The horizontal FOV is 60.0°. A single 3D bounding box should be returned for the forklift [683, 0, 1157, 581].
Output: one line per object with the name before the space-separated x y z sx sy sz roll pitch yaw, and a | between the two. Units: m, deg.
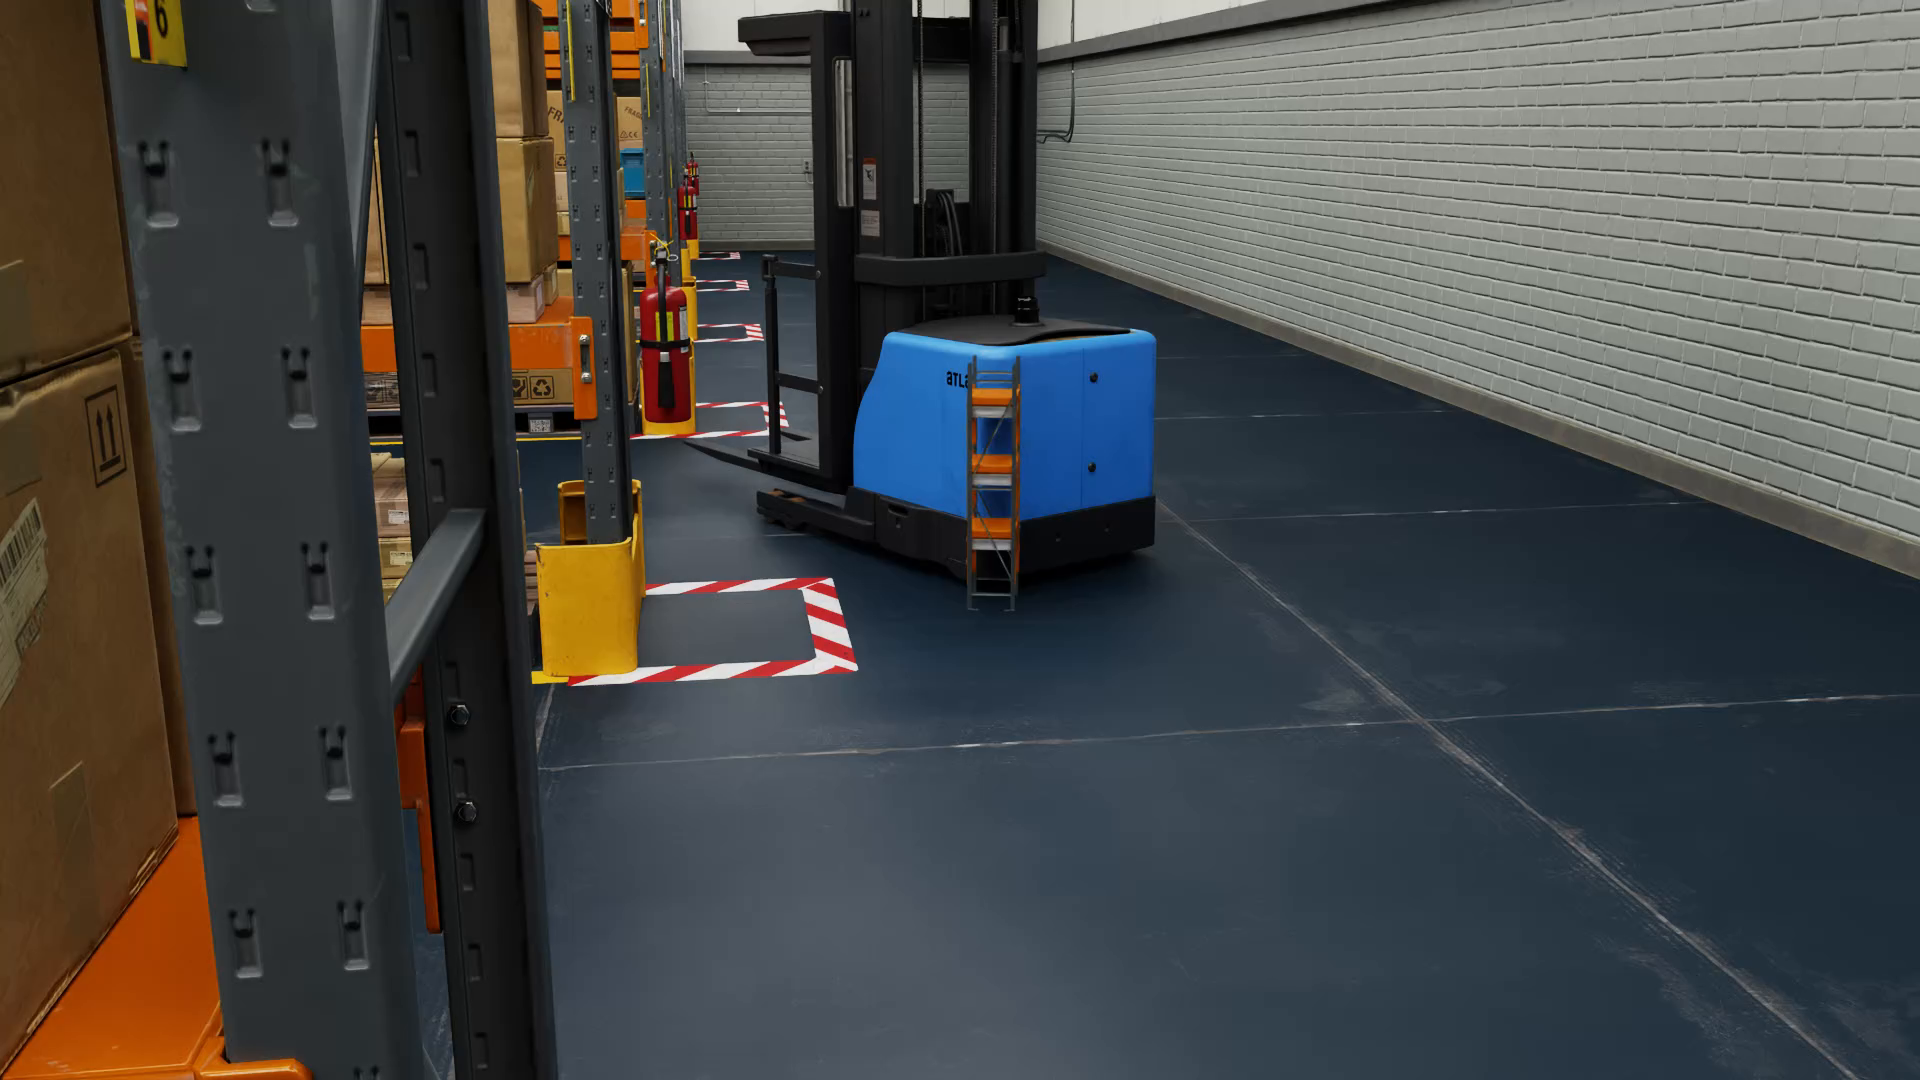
forklift | -0.393 -1.541 8.343 1.130 2.935 3.031 -11 18 -37

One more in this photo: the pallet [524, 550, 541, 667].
pallet | -2.278 0.285 6.653 1.213 0.211 1.003 -2 14 -8

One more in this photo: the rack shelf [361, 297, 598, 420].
rack shelf | -3.372 -0.670 6.207 4.000 0.370 1.077 -2 14 -8

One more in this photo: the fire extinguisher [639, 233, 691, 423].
fire extinguisher | -1.077 -0.771 6.057 0.183 0.674 0.296 -2 14 -8

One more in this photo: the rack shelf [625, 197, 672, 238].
rack shelf | -4.749 -3.058 15.729 4.000 0.370 1.077 -2 14 -8

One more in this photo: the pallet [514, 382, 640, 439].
pallet | -2.813 -0.888 11.329 1.213 0.211 1.003 -2 14 -8

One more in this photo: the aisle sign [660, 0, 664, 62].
aisle sign | -2.007 -3.624 11.162 0.004 0.787 0.394 -2 14 -8

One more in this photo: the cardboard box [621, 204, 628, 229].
cardboard box | -2.434 -2.233 11.476 0.250 0.149 0.380 -2 14 -8

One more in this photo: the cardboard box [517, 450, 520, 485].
cardboard box | -1.963 -0.264 6.882 0.250 0.149 0.380 -3 14 -11

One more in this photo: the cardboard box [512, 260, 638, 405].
cardboard box | -2.655 -1.419 11.218 0.875 0.875 0.875 -2 14 -8

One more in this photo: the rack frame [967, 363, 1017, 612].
rack frame | 0.131 -0.210 6.900 0.200 1.050 0.008 1 14 5

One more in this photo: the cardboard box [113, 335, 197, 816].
cardboard box | -1.075 -0.005 1.869 0.500 0.500 0.500 -2 14 -9

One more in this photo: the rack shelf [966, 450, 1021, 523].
rack shelf | 0.143 -0.229 7.020 0.215 0.259 0.240 1 14 5

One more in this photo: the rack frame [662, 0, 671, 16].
rack frame | -2.772 -6.390 15.201 0.127 3.000 1.000 -2 14 -8

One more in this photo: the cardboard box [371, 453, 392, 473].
cardboard box | -2.486 -0.247 6.813 0.250 0.149 0.380 -2 14 -8

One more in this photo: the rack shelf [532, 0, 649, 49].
rack shelf | -4.011 -3.322 10.614 4.000 0.370 1.077 -2 14 -8

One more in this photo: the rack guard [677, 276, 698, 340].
rack guard | -2.750 -2.271 16.251 0.348 0.500 1.175 -2 14 -8

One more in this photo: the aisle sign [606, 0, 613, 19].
aisle sign | -1.367 -2.427 6.390 0.004 0.787 0.394 -2 14 -8

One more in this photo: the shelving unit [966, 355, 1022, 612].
shelving unit | 0.143 -0.239 7.018 0.215 1.050 0.252 1 14 5

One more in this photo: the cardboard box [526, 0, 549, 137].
cardboard box | -1.878 -1.817 6.428 0.500 0.500 0.500 -2 14 -9

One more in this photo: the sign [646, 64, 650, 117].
sign | -1.967 -2.834 10.488 0.005 0.325 0.100 -2 14 -8

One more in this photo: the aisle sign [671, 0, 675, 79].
aisle sign | -2.745 -4.815 15.910 0.004 0.787 0.394 -2 14 -8

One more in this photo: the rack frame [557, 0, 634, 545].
rack frame | -1.395 -1.092 6.408 0.127 3.000 1.000 -2 14 -8

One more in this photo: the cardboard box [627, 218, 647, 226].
cardboard box | -4.925 -4.805 25.489 0.500 0.500 0.700 -2 14 -8

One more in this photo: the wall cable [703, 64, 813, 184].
wall cable | -3.122 -6.630 26.402 1.851 1.984 0.084 -2 14 -8

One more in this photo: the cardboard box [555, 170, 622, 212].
cardboard box | -2.473 -2.279 10.838 0.500 0.250 0.500 -2 14 -9

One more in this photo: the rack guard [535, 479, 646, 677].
rack guard | -1.470 0.124 6.701 0.348 0.500 1.175 -2 14 -8

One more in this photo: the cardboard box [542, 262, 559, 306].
cardboard box | -1.764 -1.037 6.706 0.250 0.149 0.380 -2 14 -9

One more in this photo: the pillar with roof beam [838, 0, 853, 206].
pillar with roof beam | -1.065 -8.043 21.794 0.400 9.000 9.100 -2 14 -8

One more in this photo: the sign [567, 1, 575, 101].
sign | -1.332 -1.672 5.694 0.005 0.325 0.100 -2 14 -8

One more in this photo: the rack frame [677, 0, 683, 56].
rack frame | -4.247 -8.773 24.703 0.127 3.000 1.000 -2 14 -8

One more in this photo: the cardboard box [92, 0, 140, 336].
cardboard box | -1.074 -0.489 1.745 0.500 0.500 0.500 -2 14 -10

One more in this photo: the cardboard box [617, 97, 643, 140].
cardboard box | -3.905 -5.123 20.220 0.500 0.500 0.500 -2 14 -9

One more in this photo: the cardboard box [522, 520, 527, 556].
cardboard box | -1.961 0.029 6.935 0.250 0.149 0.380 -2 14 -7

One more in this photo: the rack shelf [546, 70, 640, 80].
rack shelf | -6.225 -6.896 24.867 4.000 0.370 1.077 -2 14 -8

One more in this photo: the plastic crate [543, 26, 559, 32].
plastic crate | -3.704 -4.727 15.175 0.336 0.188 0.450 -2 14 -8

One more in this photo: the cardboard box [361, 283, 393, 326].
cardboard box | -2.172 -0.877 6.070 0.250 0.149 0.380 -2 14 -9

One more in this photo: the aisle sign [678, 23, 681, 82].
aisle sign | -3.482 -6.005 20.658 0.004 0.787 0.394 -2 14 -8

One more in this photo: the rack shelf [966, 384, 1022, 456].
rack shelf | 0.143 -0.504 6.951 0.215 0.259 0.240 1 14 5

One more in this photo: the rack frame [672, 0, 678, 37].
rack frame | -3.506 -7.581 19.953 0.127 3.000 1.000 -2 14 -8

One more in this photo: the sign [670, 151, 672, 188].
sign | -2.674 -3.427 15.386 0.005 0.325 0.100 -2 14 -8

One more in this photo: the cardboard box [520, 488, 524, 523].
cardboard box | -1.951 -0.100 6.838 0.250 0.149 0.380 -1 14 -6

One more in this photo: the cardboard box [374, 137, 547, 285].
cardboard box | -1.801 -1.206 6.048 0.500 0.500 0.500 -2 14 -7

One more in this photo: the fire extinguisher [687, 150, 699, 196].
fire extinguisher | -4.030 -5.539 25.067 0.183 0.674 0.296 -2 14 -8

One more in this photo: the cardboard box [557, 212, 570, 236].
cardboard box | -2.594 -2.065 10.804 0.250 0.149 0.380 -2 14 -8
